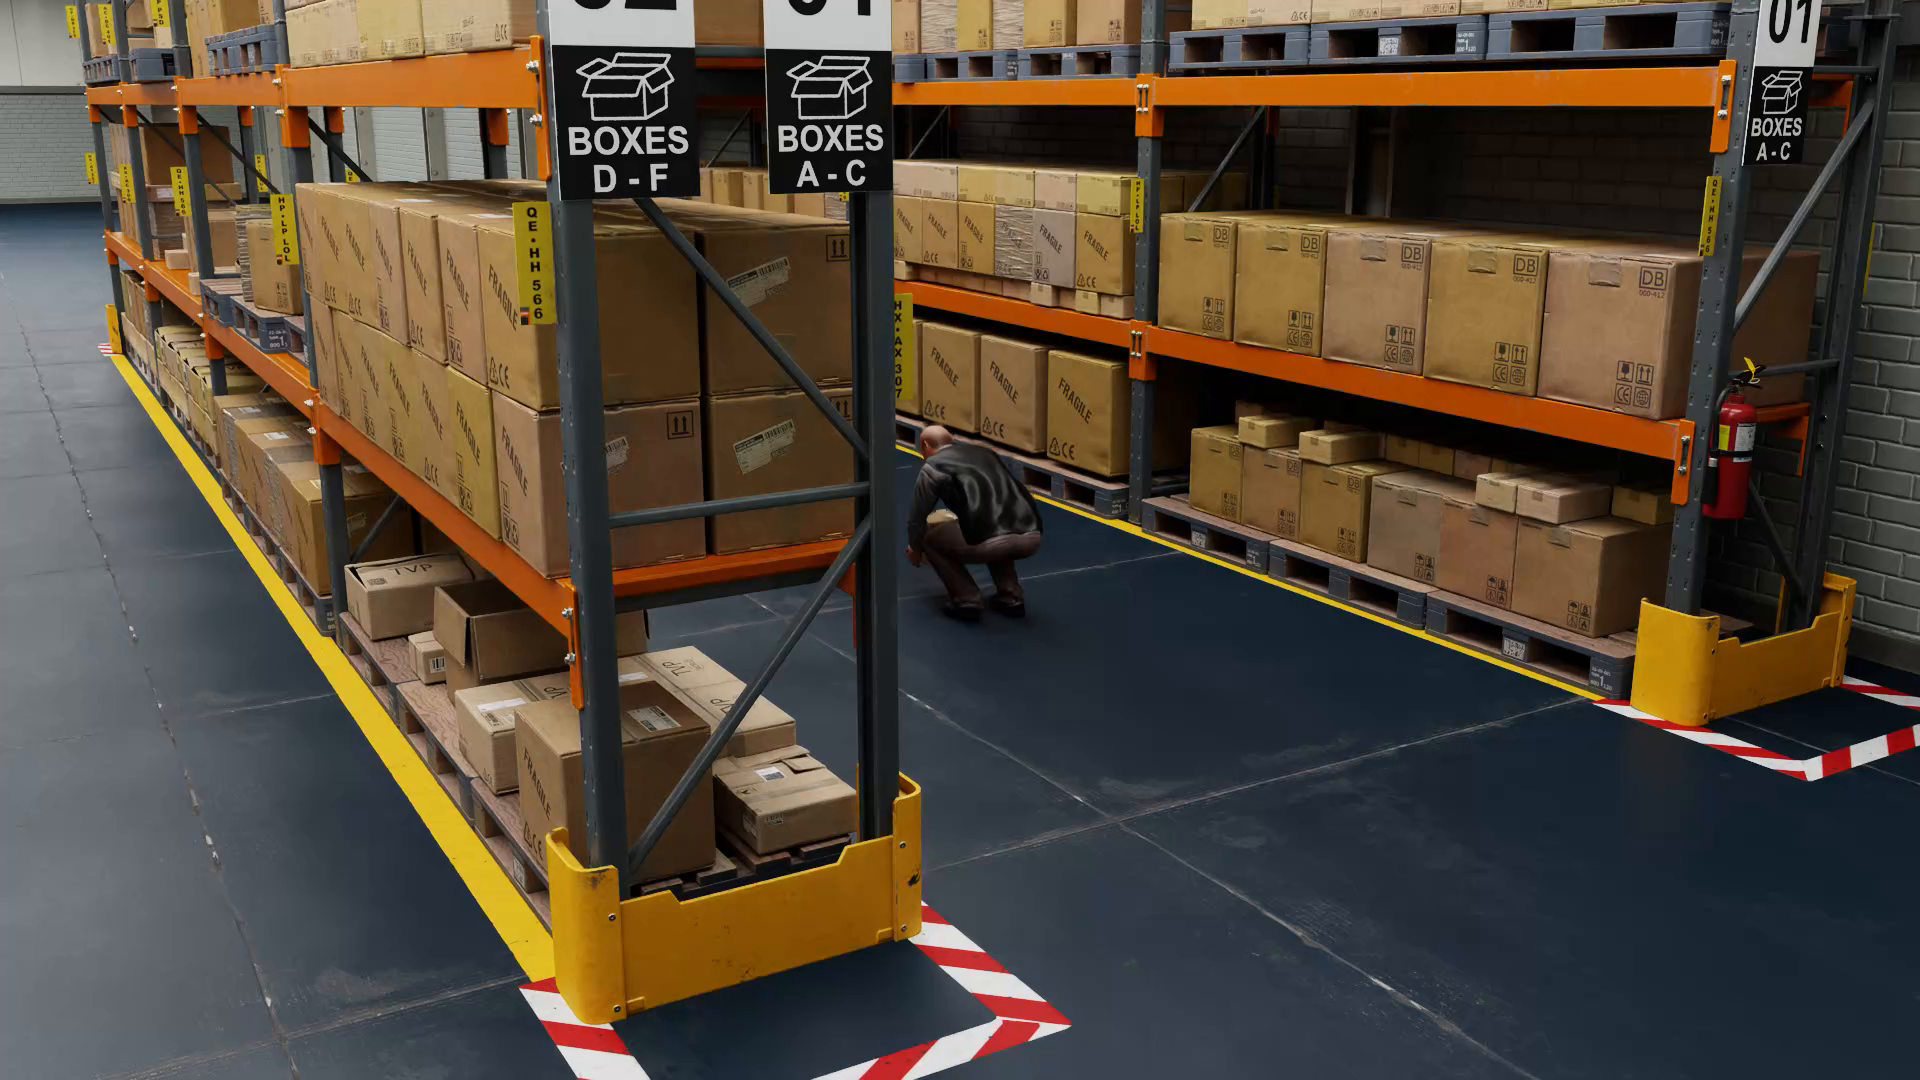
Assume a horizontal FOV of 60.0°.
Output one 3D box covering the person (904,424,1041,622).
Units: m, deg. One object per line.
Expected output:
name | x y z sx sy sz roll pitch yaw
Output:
person | 0.051 -0.087 8.893 0.544 0.966 0.852 -9 17 -30
